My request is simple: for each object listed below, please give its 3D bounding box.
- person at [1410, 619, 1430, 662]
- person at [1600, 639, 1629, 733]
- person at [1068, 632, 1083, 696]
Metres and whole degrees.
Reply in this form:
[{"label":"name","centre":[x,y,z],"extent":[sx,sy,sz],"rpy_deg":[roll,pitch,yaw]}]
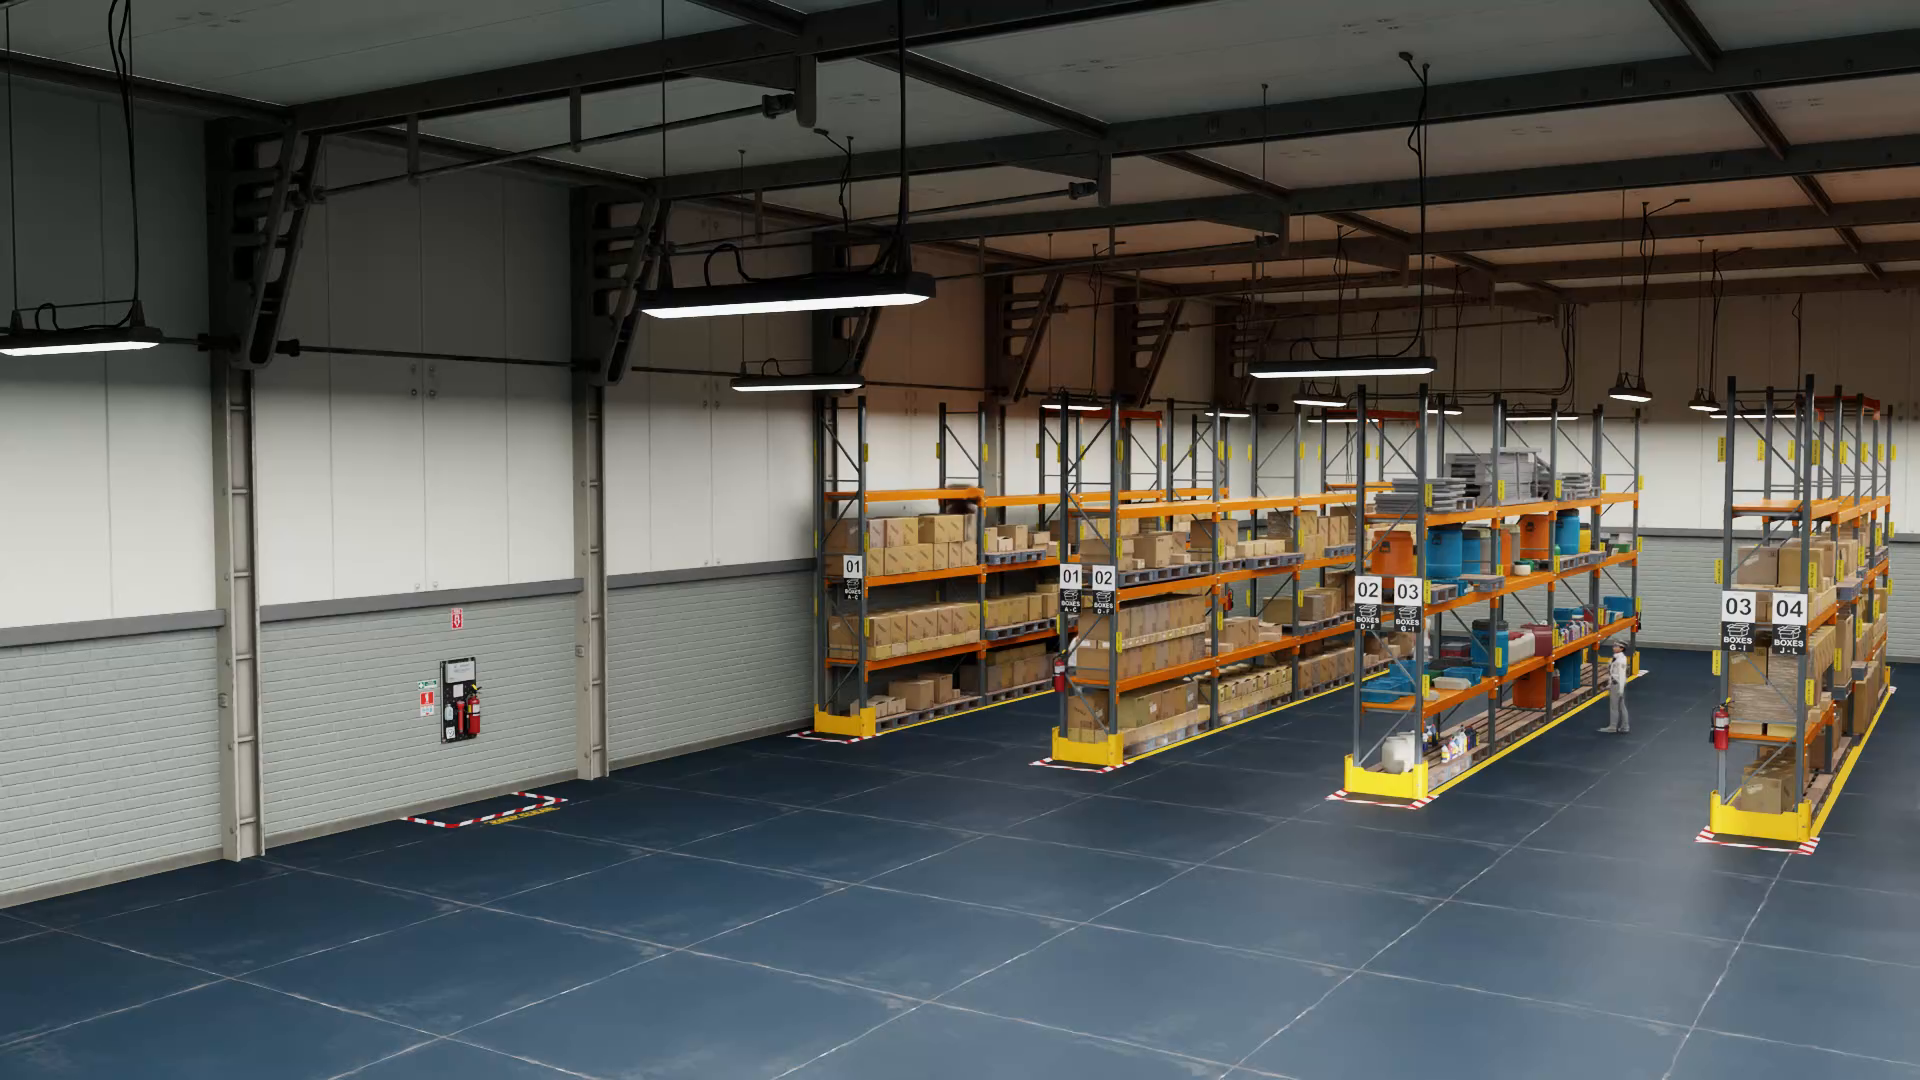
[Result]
[{"label":"person","centre":[9.659,2.265,34.928],"extent":[0.389,1.804,0.631],"rpy_deg":[2,4,39]},{"label":"person","centre":[11.741,2.595,29.773],"extent":[0.480,1.684,0.473],"rpy_deg":[2,3,29]},{"label":"person","centre":[2.224,2.465,32.121],"extent":[0.715,1.698,1.002],"rpy_deg":[1,3,25]}]
